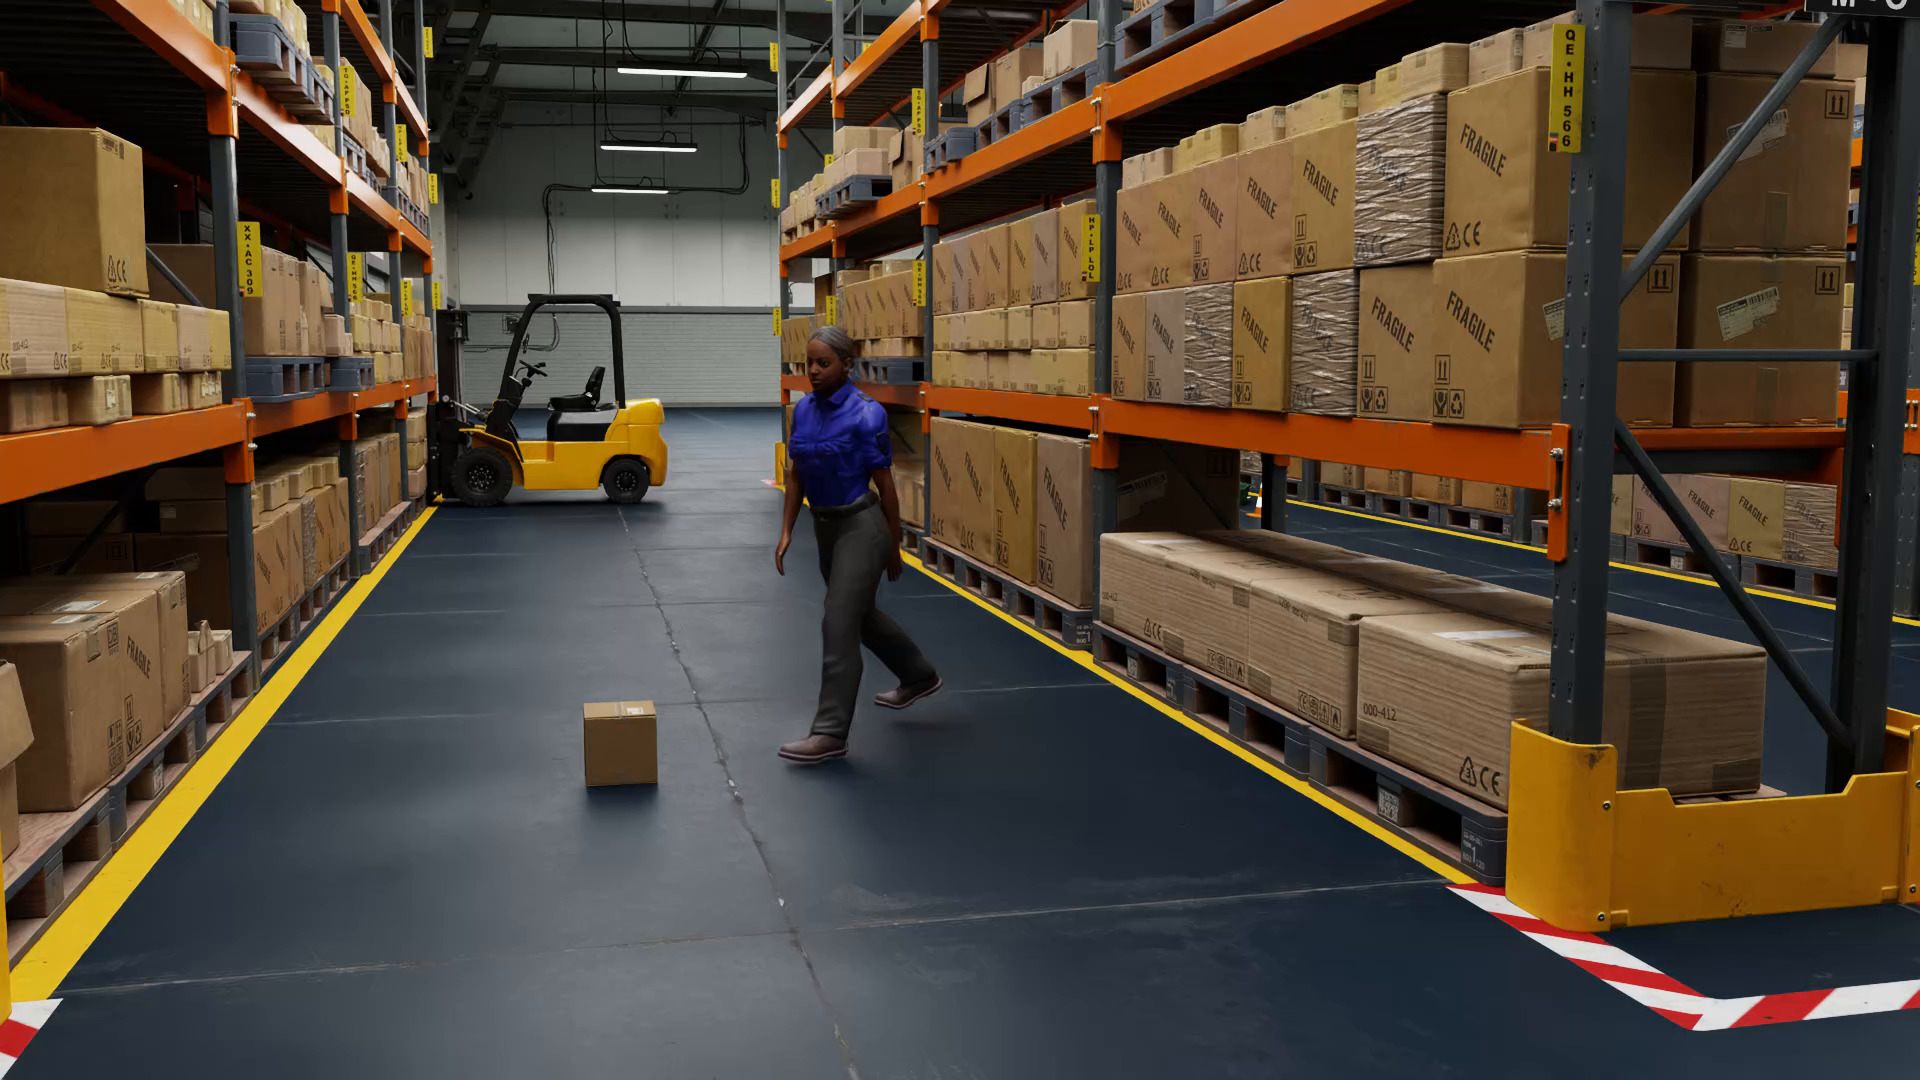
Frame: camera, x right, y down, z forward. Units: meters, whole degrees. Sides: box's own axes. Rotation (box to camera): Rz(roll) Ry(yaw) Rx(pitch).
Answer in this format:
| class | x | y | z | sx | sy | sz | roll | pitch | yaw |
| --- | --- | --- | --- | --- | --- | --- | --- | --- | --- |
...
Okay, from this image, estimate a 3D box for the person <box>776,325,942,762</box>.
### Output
| class | x | y | z | sx | sy | sz | roll | pitch | yaw |
| --- | --- | --- | --- | --- | --- | --- | --- | --- | --- |
| person | -0.394 | -0.020 | 6.444 | 0.964 | 1.607 | 0.476 | -5 | 8 | -40 |
